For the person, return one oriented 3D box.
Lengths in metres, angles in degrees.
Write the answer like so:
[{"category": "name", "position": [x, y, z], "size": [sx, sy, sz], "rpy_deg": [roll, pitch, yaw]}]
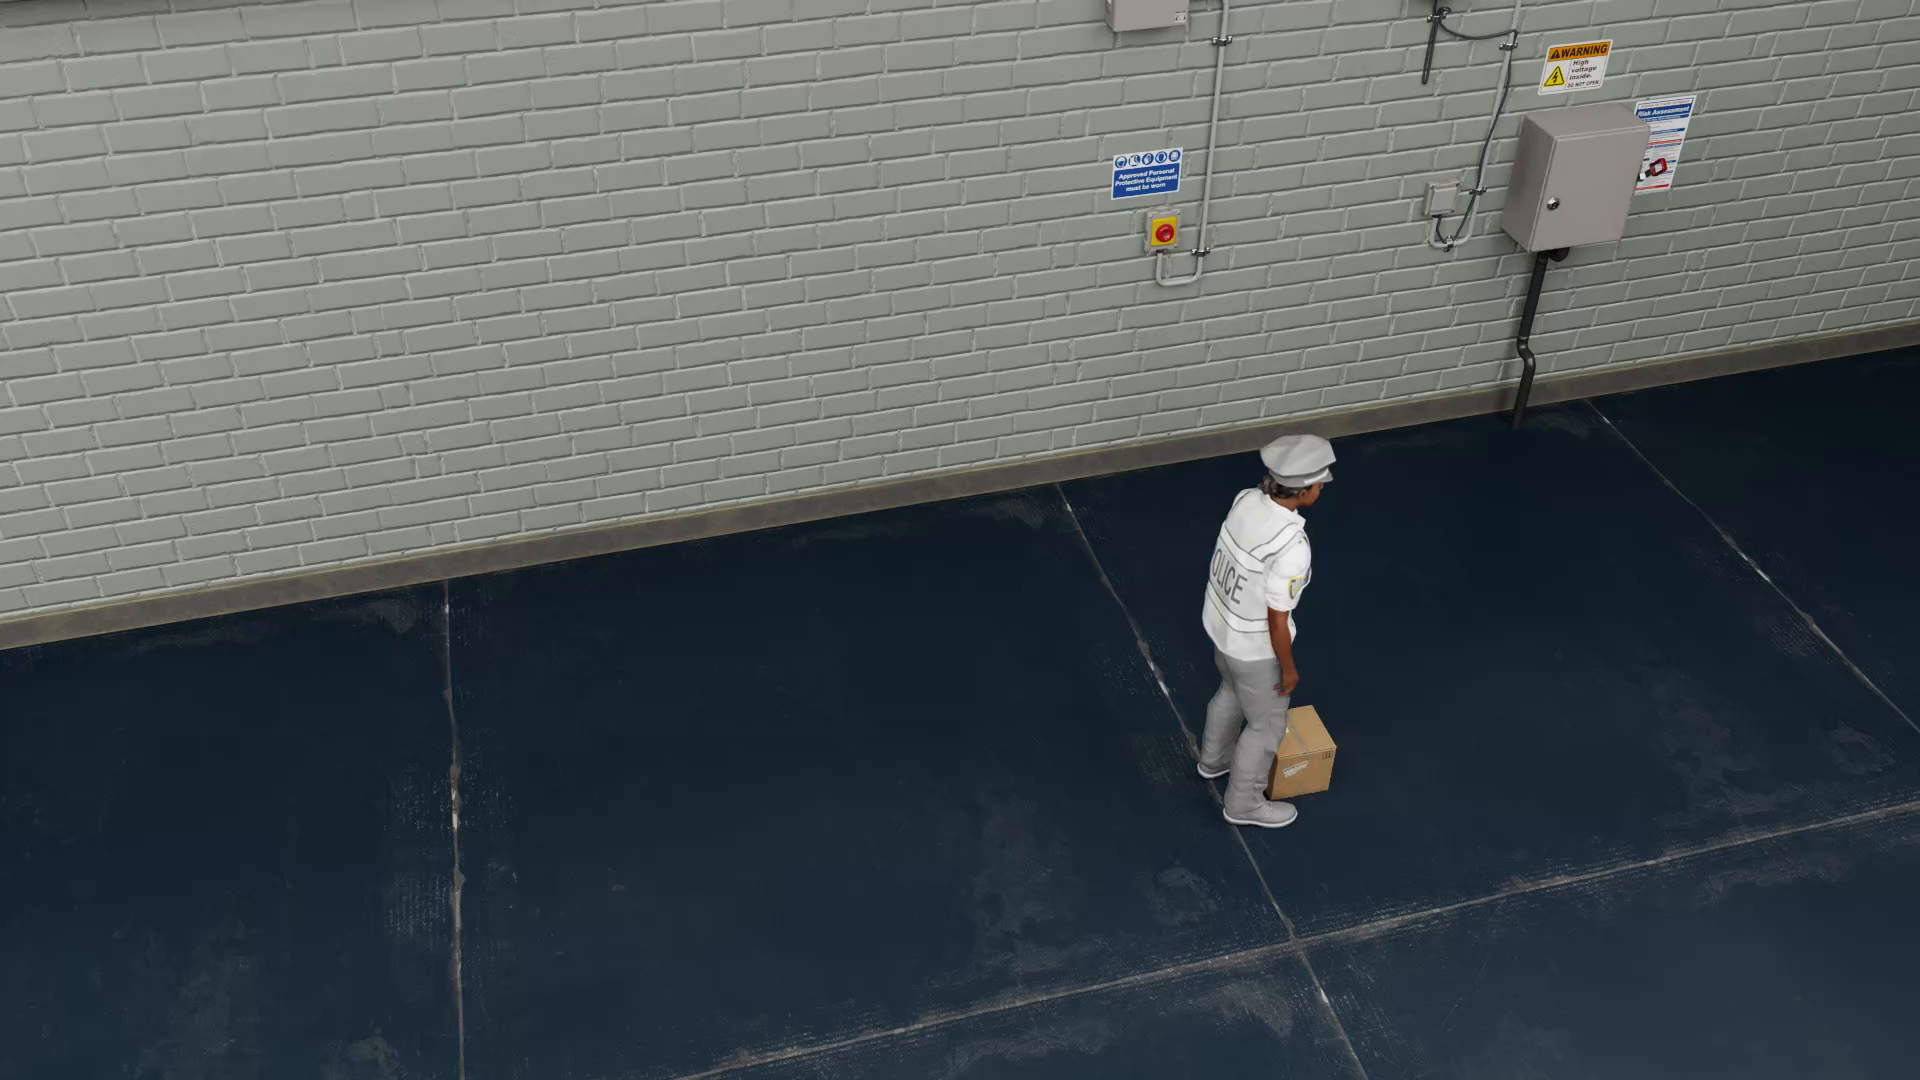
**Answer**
[{"category": "person", "position": [1.129, 0.357, 6.265], "size": [0.400, 1.657, 0.515], "rpy_deg": [-10, 39, -12]}]
